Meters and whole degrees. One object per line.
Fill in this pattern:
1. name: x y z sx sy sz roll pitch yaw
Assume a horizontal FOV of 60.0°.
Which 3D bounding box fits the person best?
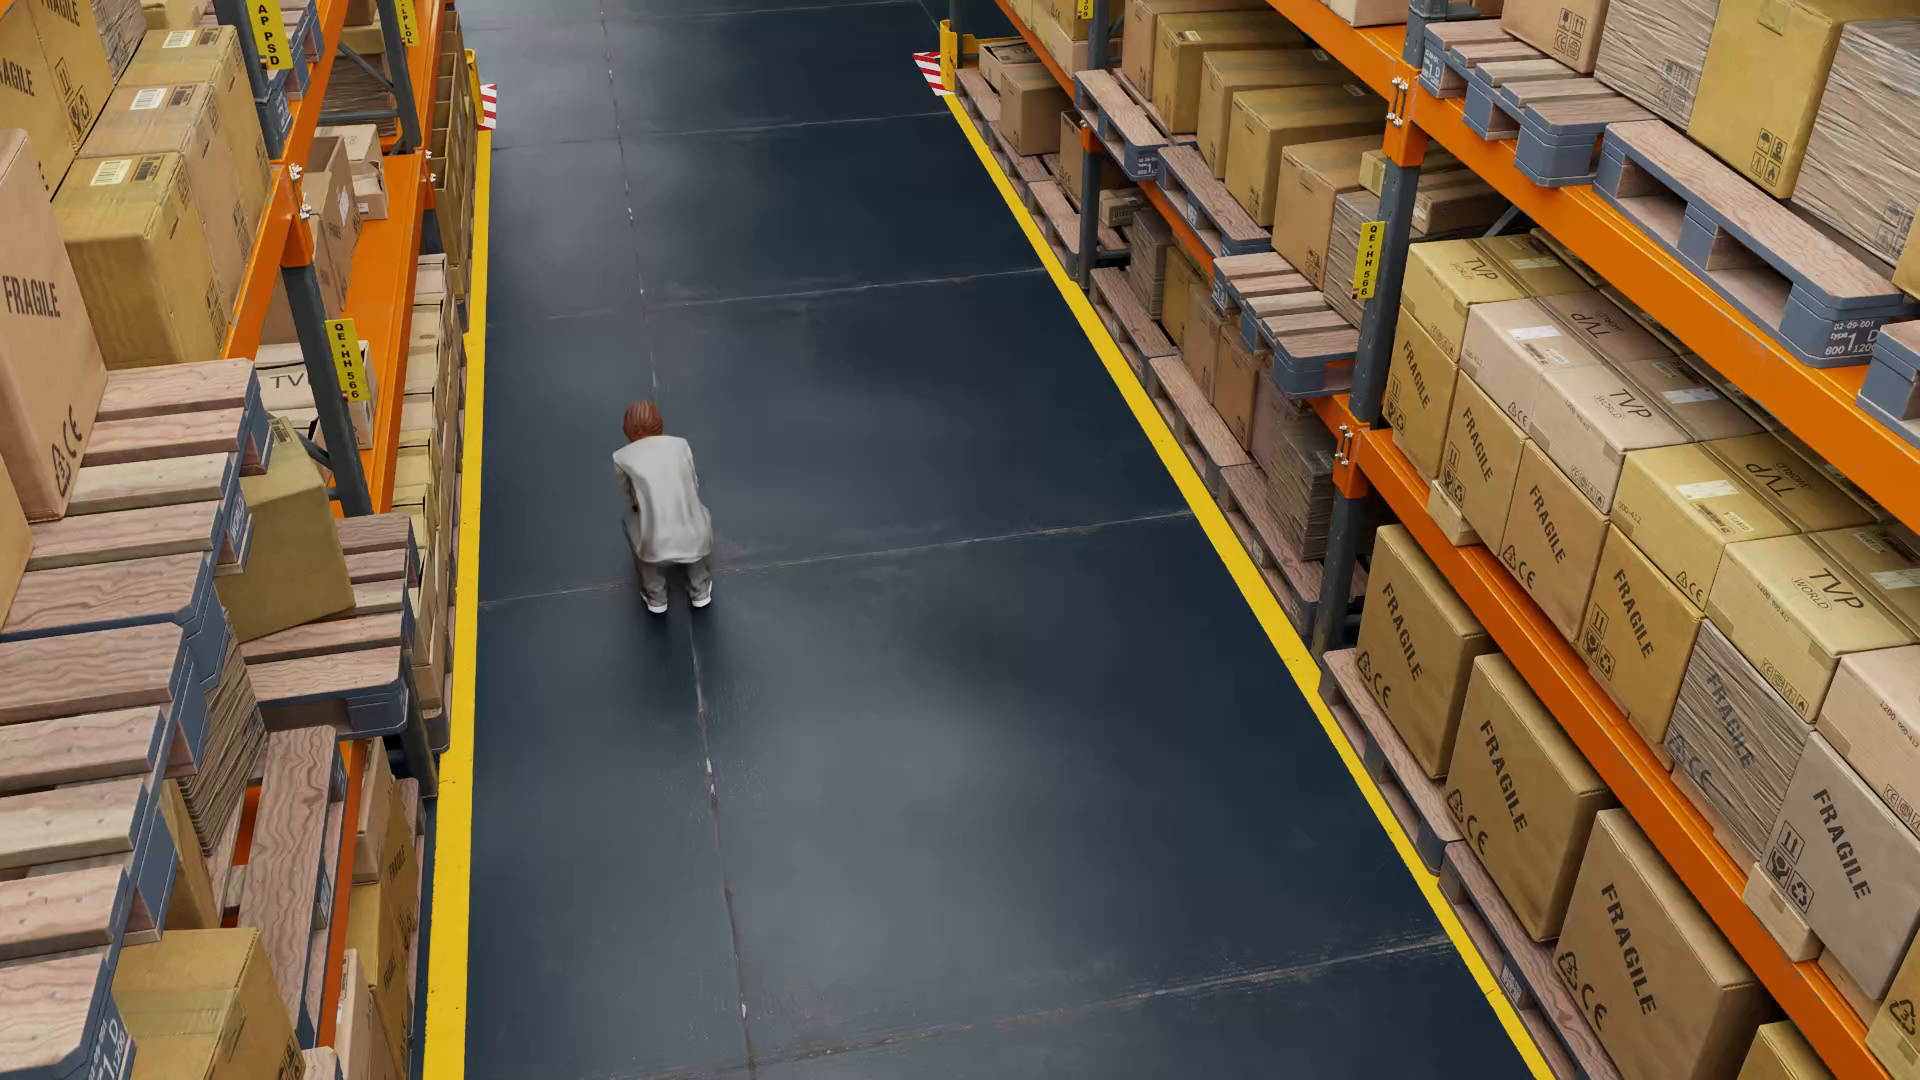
1. person: -1.418 -0.157 8.001 0.426 0.897 0.818 -8 36 -11
